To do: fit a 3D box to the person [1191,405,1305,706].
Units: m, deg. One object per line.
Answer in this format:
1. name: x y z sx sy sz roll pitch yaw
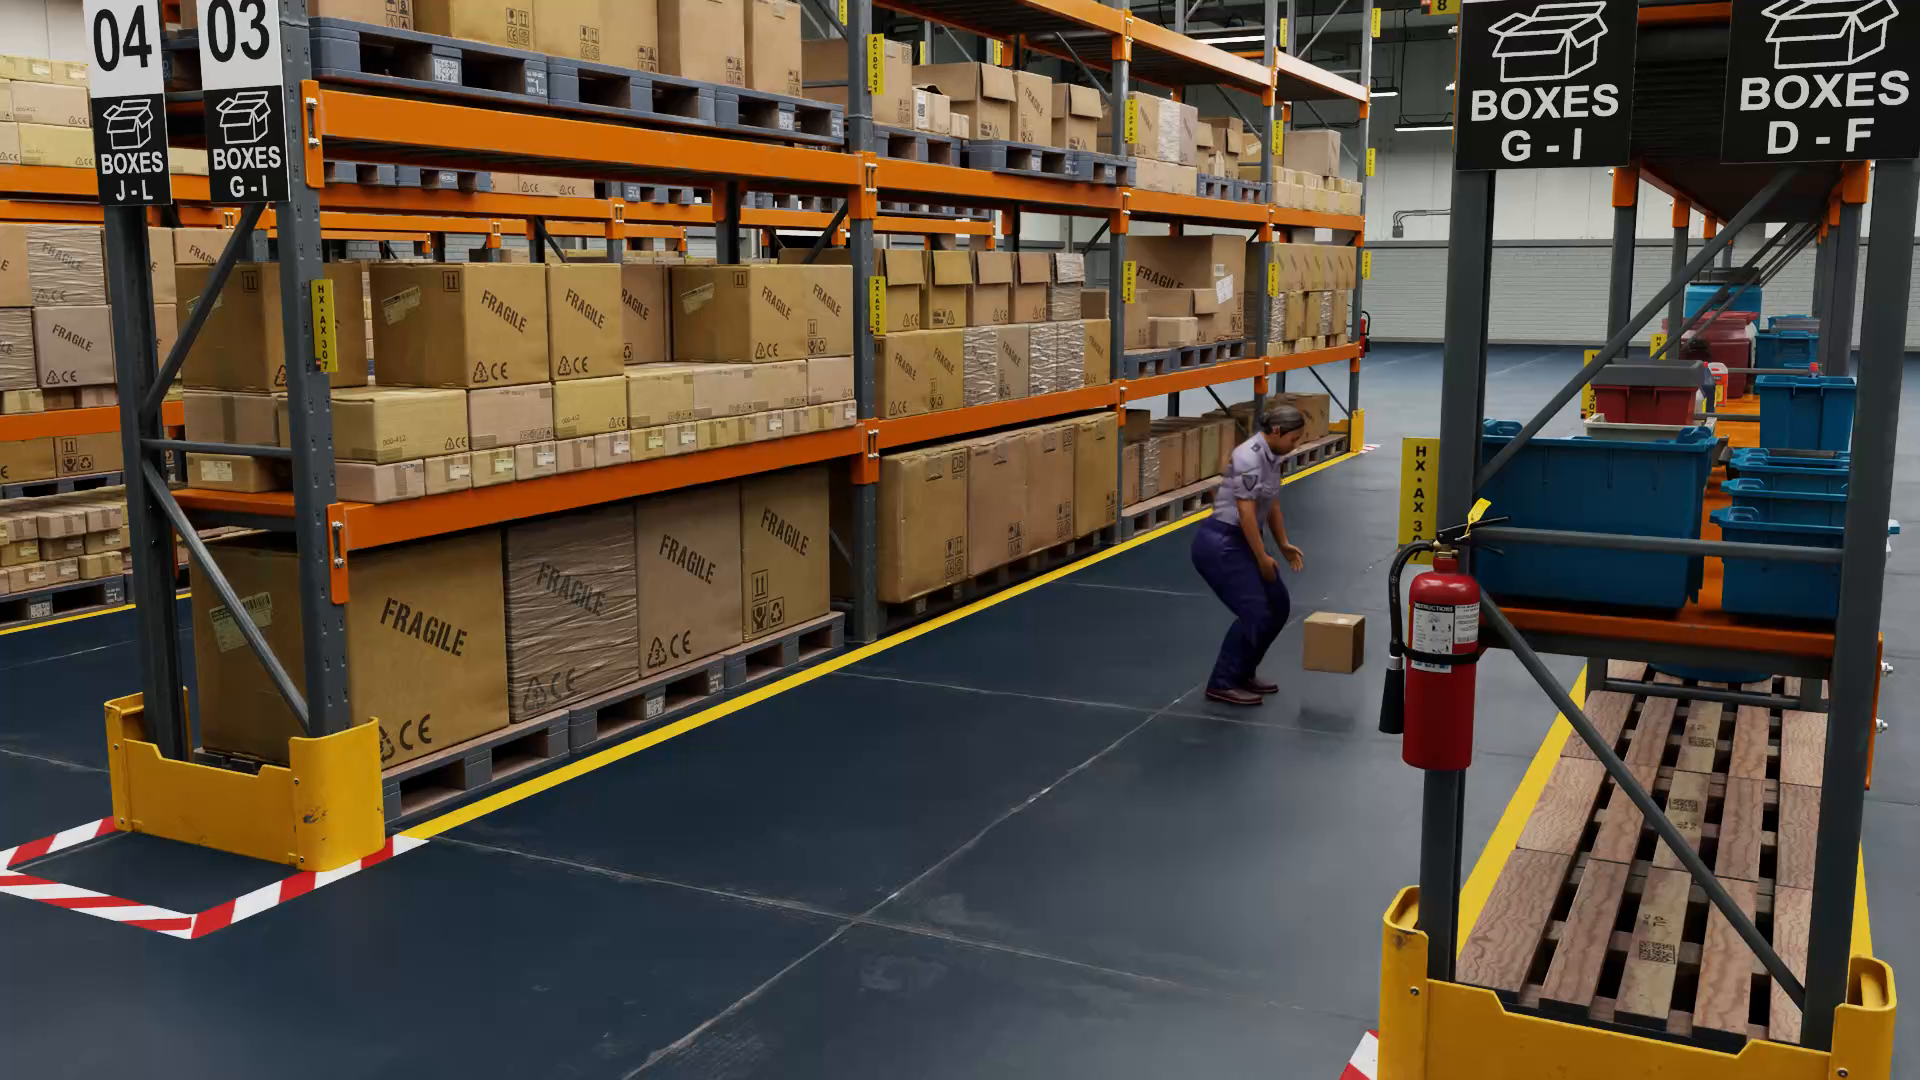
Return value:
1. person: 1.479 0.062 8.511 0.529 1.510 0.522 5 10 27
